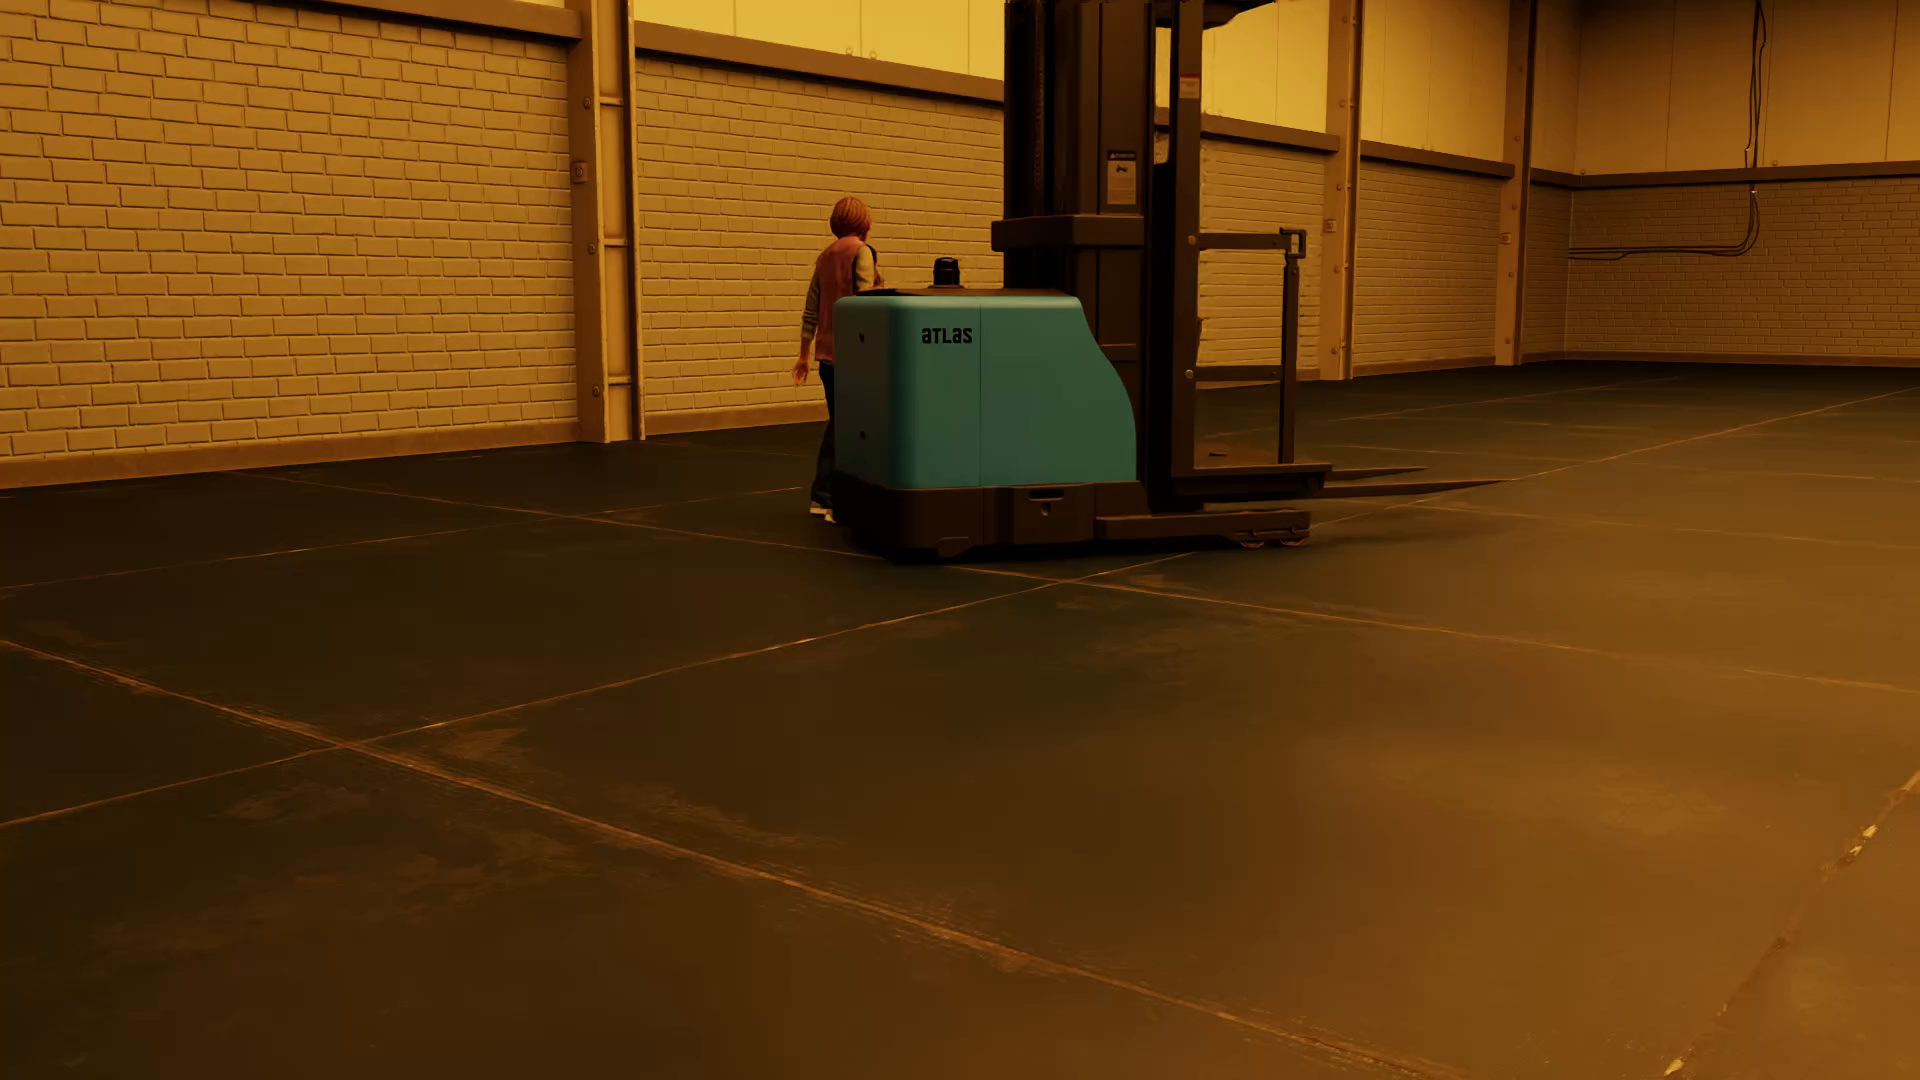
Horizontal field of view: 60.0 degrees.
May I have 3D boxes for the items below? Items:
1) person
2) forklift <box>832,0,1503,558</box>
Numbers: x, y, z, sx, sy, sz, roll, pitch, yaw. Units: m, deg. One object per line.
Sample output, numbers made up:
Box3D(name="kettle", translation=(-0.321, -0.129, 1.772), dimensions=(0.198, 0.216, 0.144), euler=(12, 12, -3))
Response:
Box3D(name="person", translation=(-0.556, -0.850, 7.958), dimensions=(0.405, 1.563, 0.730), euler=(-6, 10, -37))
Box3D(name="forklift", translation=(0.997, -1.480, 7.399), dimensions=(3.031, 2.935, 1.130), euler=(-3, 9, -19))
